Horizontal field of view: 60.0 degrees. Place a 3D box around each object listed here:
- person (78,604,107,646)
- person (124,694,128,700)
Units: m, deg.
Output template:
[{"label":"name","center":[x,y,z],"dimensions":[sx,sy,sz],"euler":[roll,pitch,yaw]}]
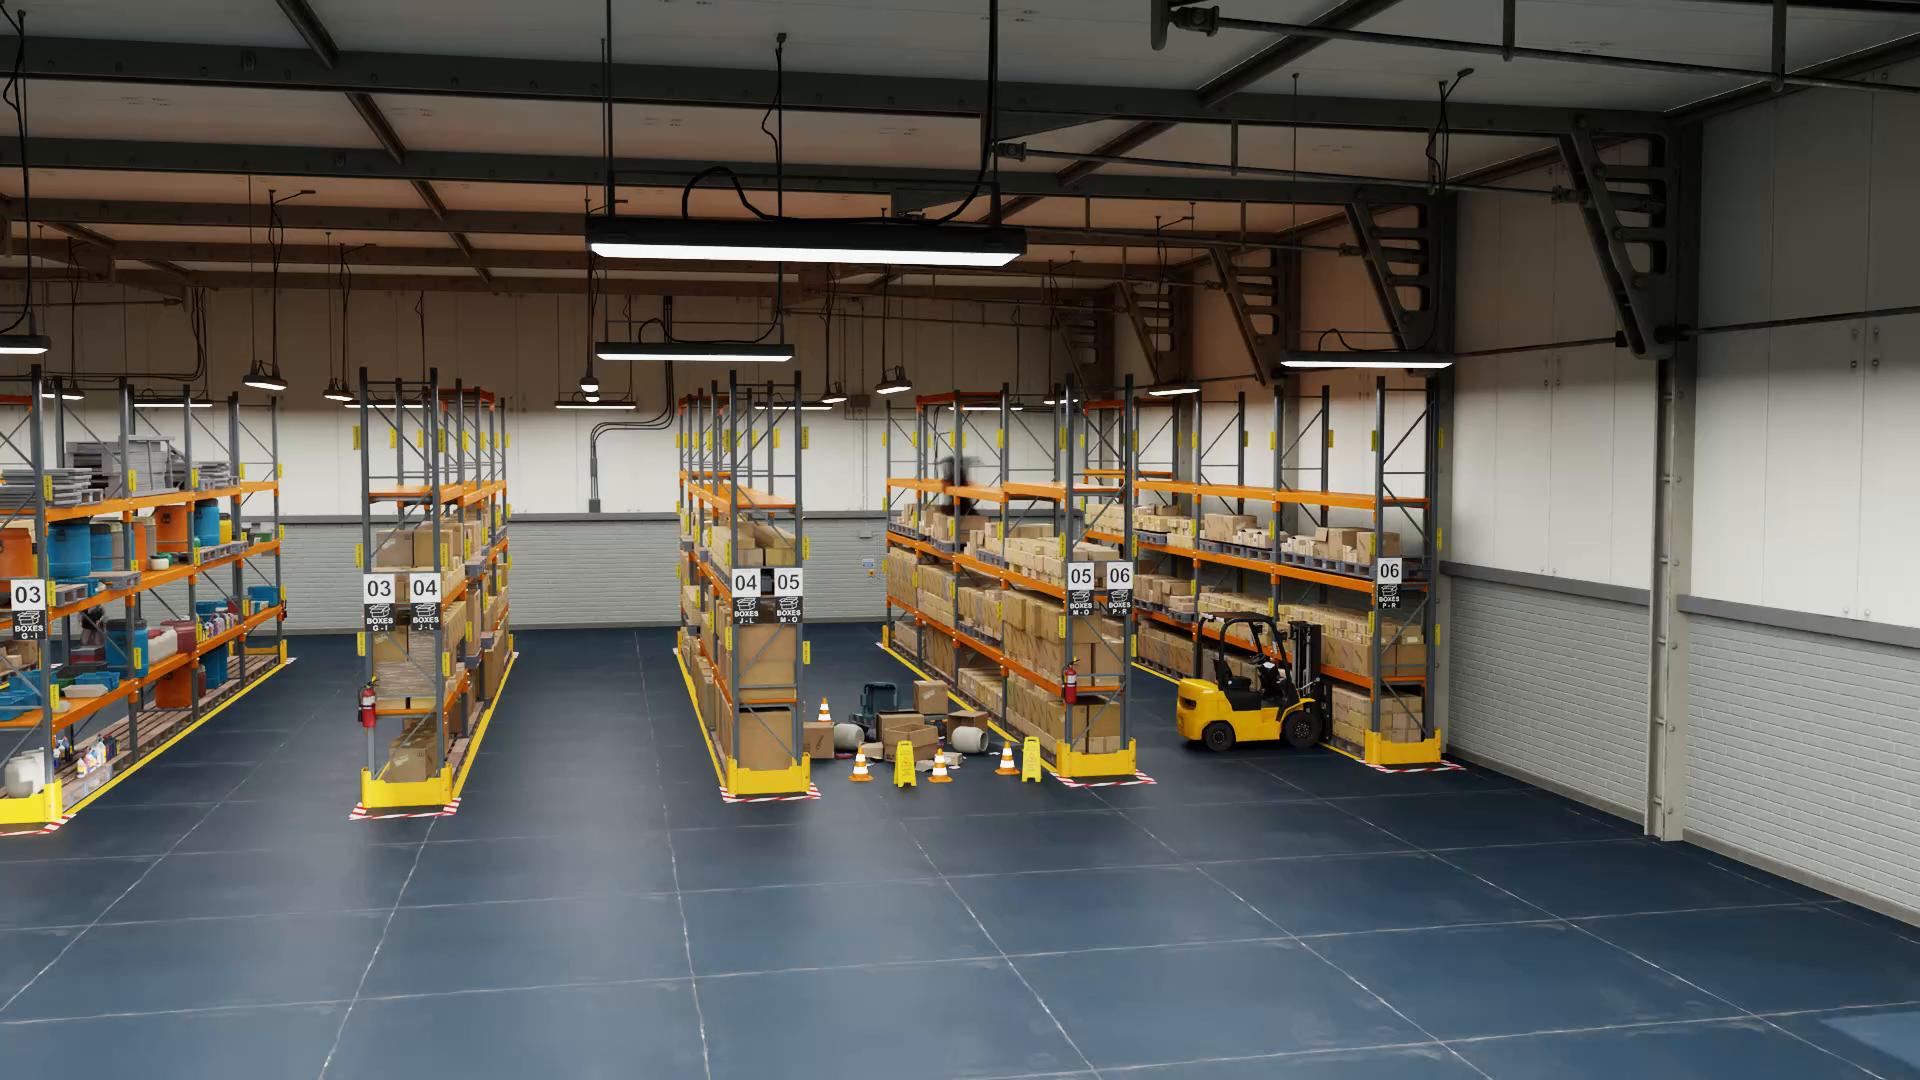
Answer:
[{"label":"person","center":[-19.205,1.972,36.794],"dimensions":[0.614,1.687,0.754],"euler":[-1,4,-15]},{"label":"person","center":[-16.251,2.361,32.461],"dimensions":[0.602,1.472,1.094],"euler":[-2,4,-26]}]
